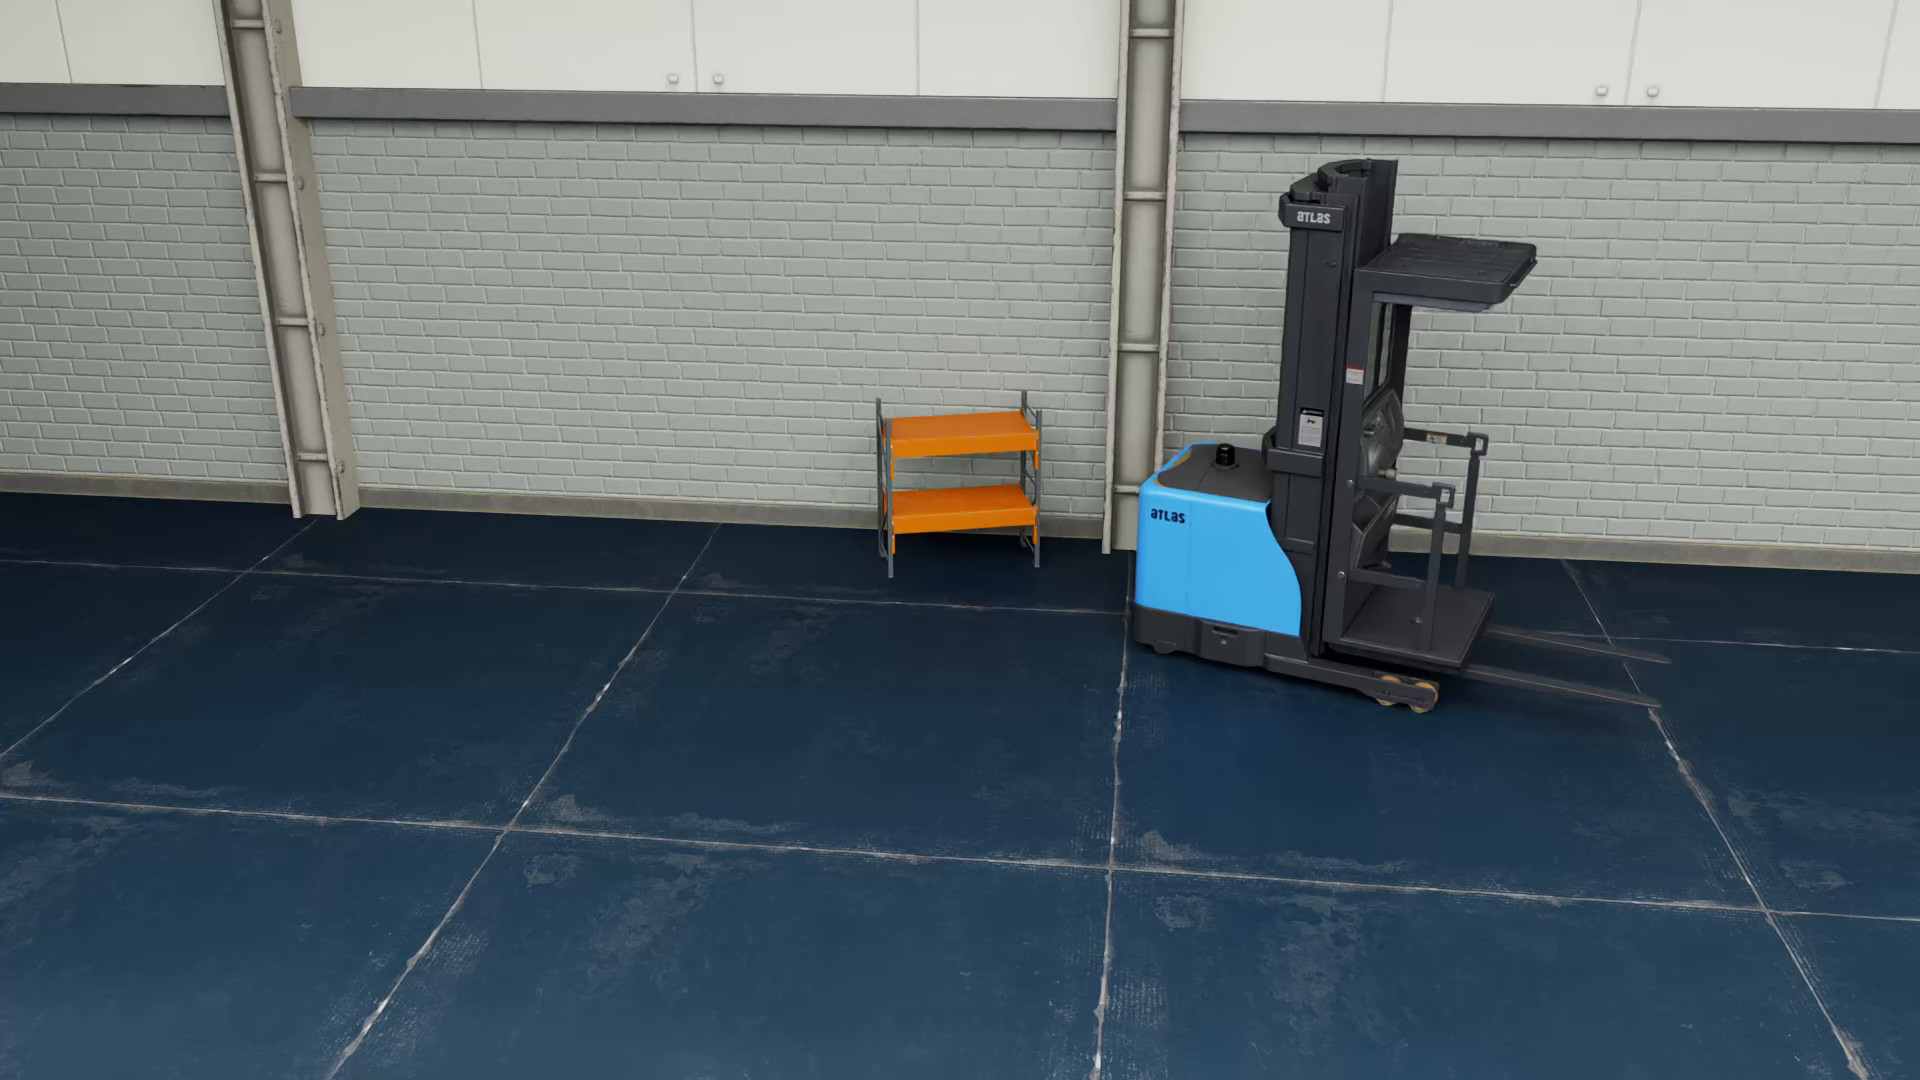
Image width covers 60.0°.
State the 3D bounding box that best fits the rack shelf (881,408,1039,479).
[{"bbox_3d":[-0.014,-0.662,11.289,1.000,0.278,0.538,-4,22,-10],"label":"rack shelf"}]

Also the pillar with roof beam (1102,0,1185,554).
[{"bbox_3d":[0.707,-2.568,6.196,0.400,9.000,9.100,2,22,6],"label":"pillar with roof beam"}]

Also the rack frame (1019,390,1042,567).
[{"bbox_3d":[0.486,-0.425,11.484,0.032,1.125,0.500,-4,22,-10],"label":"rack frame"}]

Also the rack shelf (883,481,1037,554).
[{"bbox_3d":[-0.014,-0.163,11.487,1.000,0.278,0.538,-4,22,-10],"label":"rack shelf"}]

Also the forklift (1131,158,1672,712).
[{"bbox_3d":[2.603,-0.607,9.488,3.031,2.935,1.130,10,24,25],"label":"forklift"}]

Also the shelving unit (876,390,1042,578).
[{"bbox_3d":[-0.014,-0.390,11.397,1.048,1.125,0.538,-4,22,-10],"label":"shelving unit"}]

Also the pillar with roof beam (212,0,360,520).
[{"bbox_3d":[-5.251,-2.828,6.852,0.400,9.000,9.100,2,22,6],"label":"pillar with roof beam"}]

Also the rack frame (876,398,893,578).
[{"bbox_3d":[-0.514,-0.356,11.309,0.032,1.125,0.500,-4,22,-10],"label":"rack frame"}]
